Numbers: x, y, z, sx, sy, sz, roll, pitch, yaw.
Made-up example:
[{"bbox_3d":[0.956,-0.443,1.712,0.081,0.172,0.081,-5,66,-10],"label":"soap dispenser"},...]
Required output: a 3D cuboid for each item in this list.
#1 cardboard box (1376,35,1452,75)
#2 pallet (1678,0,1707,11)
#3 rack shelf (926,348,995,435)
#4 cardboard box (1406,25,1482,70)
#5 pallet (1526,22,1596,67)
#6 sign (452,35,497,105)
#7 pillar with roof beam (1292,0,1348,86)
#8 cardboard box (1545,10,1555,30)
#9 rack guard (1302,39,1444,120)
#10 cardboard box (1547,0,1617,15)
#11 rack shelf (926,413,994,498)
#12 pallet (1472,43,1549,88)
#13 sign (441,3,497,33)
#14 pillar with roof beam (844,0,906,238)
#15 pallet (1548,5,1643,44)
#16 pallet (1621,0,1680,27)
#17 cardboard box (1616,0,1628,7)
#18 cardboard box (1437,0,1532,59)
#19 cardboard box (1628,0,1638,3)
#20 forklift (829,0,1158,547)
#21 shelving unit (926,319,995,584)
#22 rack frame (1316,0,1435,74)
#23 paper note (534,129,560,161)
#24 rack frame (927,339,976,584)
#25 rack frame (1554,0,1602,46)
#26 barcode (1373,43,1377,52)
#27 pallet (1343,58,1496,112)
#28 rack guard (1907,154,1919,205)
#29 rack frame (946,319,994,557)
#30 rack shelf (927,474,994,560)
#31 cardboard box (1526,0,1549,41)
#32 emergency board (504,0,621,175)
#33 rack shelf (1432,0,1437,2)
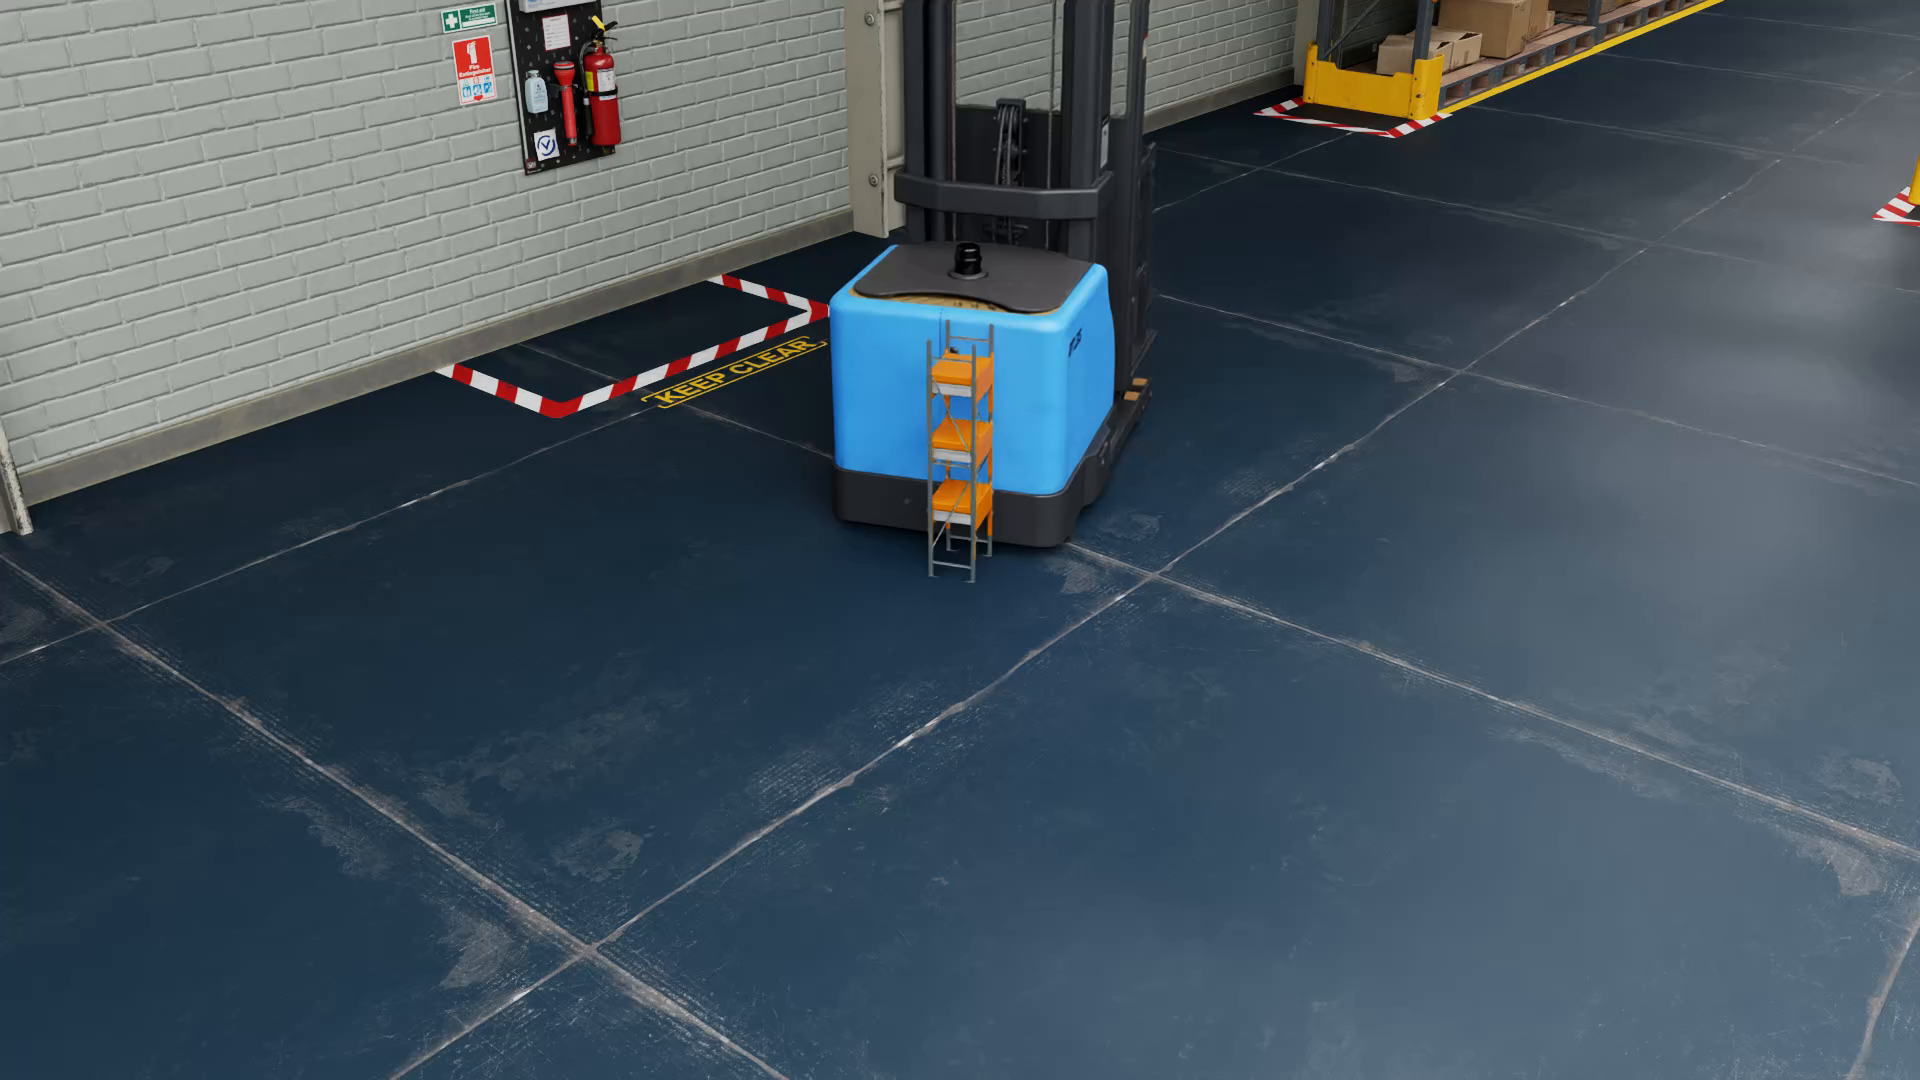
[{"bbox_3d":[4.043,-4.320,14.783,0.500,0.311,0.500,17,32,29],"label":"cardboard box"},{"bbox_3d":[8.123,-6.421,19.432,1.003,0.211,1.213,21,34,34],"label":"pallet"},{"bbox_3d":[0.002,-0.596,6.665,0.215,0.259,0.240,8,28,15],"label":"rack shelf"},{"bbox_3d":[4.405,-4.522,15.174,0.500,0.311,0.500,24,36,38],"label":"cardboard box"},{"bbox_3d":[5.677,-5.031,16.745,1.003,0.211,1.213,21,34,34],"label":"pallet"},{"bbox_3d":[-2.538,-2.458,8.698,0.001,0.329,0.234,21,34,34],"label":"sign"},{"bbox_3d":[6.633,-7.007,11.001,9.100,9.000,0.400,21,34,34],"label":"pillar with roof beam"},{"bbox_3d":[5.760,-5.256,16.751,0.380,0.166,0.250,16,31,28],"label":"cardboard box"},{"bbox_3d":[3.581,-4.016,14.469,1.175,0.500,0.348,21,34,34],"label":"rack guard"},{"bbox_3d":[6.533,-5.869,17.572,0.700,0.500,0.500,22,35,36],"label":"cardboard box"},{"bbox_3d":[0.002,-0.344,6.795,0.215,0.259,0.240,8,28,15],"label":"rack shelf"},{"bbox_3d":[4.902,-4.596,15.905,1.003,0.211,1.213,21,34,34],"label":"pallet"},{"bbox_3d":[-2.528,-2.693,8.575,0.001,0.109,0.331,21,34,34],"label":"sign"},{"bbox_3d":[2.816,-4.880,6.889,9.100,9.000,0.400,21,34,34],"label":"pillar with roof beam"},{"bbox_3d":[6.571,-5.556,17.760,1.003,0.211,1.213,21,34,34],"label":"pallet"},{"bbox_3d":[7.347,-5.990,18.599,1.003,0.211,1.213,21,34,34],"label":"pallet"},{"bbox_3d":[6.823,-6.067,17.954,0.700,0.500,0.500,20,33,33],"label":"cardboard box"},{"bbox_3d":[4.910,-4.851,15.605,0.700,0.500,0.500,18,33,31],"label":"cardboard box"},{"bbox_3d":[7.178,-6.236,18.281,0.700,0.500,0.500,21,34,35],"label":"cardboard box"},{"bbox_3d":[0.363,-1.930,7.791,1.130,2.935,3.031,8,28,15],"label":"forklift"},{"bbox_3d":[0.002,-0.353,6.790,0.215,1.050,0.252,8,28,15],"label":"shelving unit"},{"bbox_3d":[3.533,-5.100,13.843,1.000,3.000,0.127,21,34,34],"label":"rack frame"},{"bbox_3d":[-2.273,-2.174,9.147,0.016,0.148,0.142,21,34,34],"label":"paper note"},{"bbox_3d":[-0.034,-0.300,6.687,0.200,1.050,0.008,8,28,15],"label":"rack frame"},{"bbox_3d":[6.077,-6.518,16.584,1.000,3.000,0.127,21,34,34],"label":"rack frame"},{"bbox_3d":[3.746,-4.447,15.019,0.001,0.075,0.075,21,34,34],"label":"barcode"},{"bbox_3d":[4.125,-4.166,15.073,1.003,0.211,1.213,21,34,34],"label":"pallet"},{"bbox_3d":[7.343,-2.534,11.605,1.175,0.500,0.348,21,34,34],"label":"rack guard"},{"bbox_3d":[0.038,-0.407,6.894,0.200,1.050,0.008,8,28,15],"label":"rack frame"},{"bbox_3d":[0.002,-0.097,6.923,0.215,0.259,0.240,8,28,15],"label":"rack shelf"},{"bbox_3d":[5.448,-5.223,16.324,0.500,0.500,0.500,18,32,31],"label":"cardboard box"},{"bbox_3d":[-2.107,-2.608,9.027,0.194,1.169,0.643,21,34,34],"label":"emergency board"},{"bbox_3d":[4.805,-5.489,15.379,1.077,0.370,4.000,21,34,34],"label":"rack shelf"}]
